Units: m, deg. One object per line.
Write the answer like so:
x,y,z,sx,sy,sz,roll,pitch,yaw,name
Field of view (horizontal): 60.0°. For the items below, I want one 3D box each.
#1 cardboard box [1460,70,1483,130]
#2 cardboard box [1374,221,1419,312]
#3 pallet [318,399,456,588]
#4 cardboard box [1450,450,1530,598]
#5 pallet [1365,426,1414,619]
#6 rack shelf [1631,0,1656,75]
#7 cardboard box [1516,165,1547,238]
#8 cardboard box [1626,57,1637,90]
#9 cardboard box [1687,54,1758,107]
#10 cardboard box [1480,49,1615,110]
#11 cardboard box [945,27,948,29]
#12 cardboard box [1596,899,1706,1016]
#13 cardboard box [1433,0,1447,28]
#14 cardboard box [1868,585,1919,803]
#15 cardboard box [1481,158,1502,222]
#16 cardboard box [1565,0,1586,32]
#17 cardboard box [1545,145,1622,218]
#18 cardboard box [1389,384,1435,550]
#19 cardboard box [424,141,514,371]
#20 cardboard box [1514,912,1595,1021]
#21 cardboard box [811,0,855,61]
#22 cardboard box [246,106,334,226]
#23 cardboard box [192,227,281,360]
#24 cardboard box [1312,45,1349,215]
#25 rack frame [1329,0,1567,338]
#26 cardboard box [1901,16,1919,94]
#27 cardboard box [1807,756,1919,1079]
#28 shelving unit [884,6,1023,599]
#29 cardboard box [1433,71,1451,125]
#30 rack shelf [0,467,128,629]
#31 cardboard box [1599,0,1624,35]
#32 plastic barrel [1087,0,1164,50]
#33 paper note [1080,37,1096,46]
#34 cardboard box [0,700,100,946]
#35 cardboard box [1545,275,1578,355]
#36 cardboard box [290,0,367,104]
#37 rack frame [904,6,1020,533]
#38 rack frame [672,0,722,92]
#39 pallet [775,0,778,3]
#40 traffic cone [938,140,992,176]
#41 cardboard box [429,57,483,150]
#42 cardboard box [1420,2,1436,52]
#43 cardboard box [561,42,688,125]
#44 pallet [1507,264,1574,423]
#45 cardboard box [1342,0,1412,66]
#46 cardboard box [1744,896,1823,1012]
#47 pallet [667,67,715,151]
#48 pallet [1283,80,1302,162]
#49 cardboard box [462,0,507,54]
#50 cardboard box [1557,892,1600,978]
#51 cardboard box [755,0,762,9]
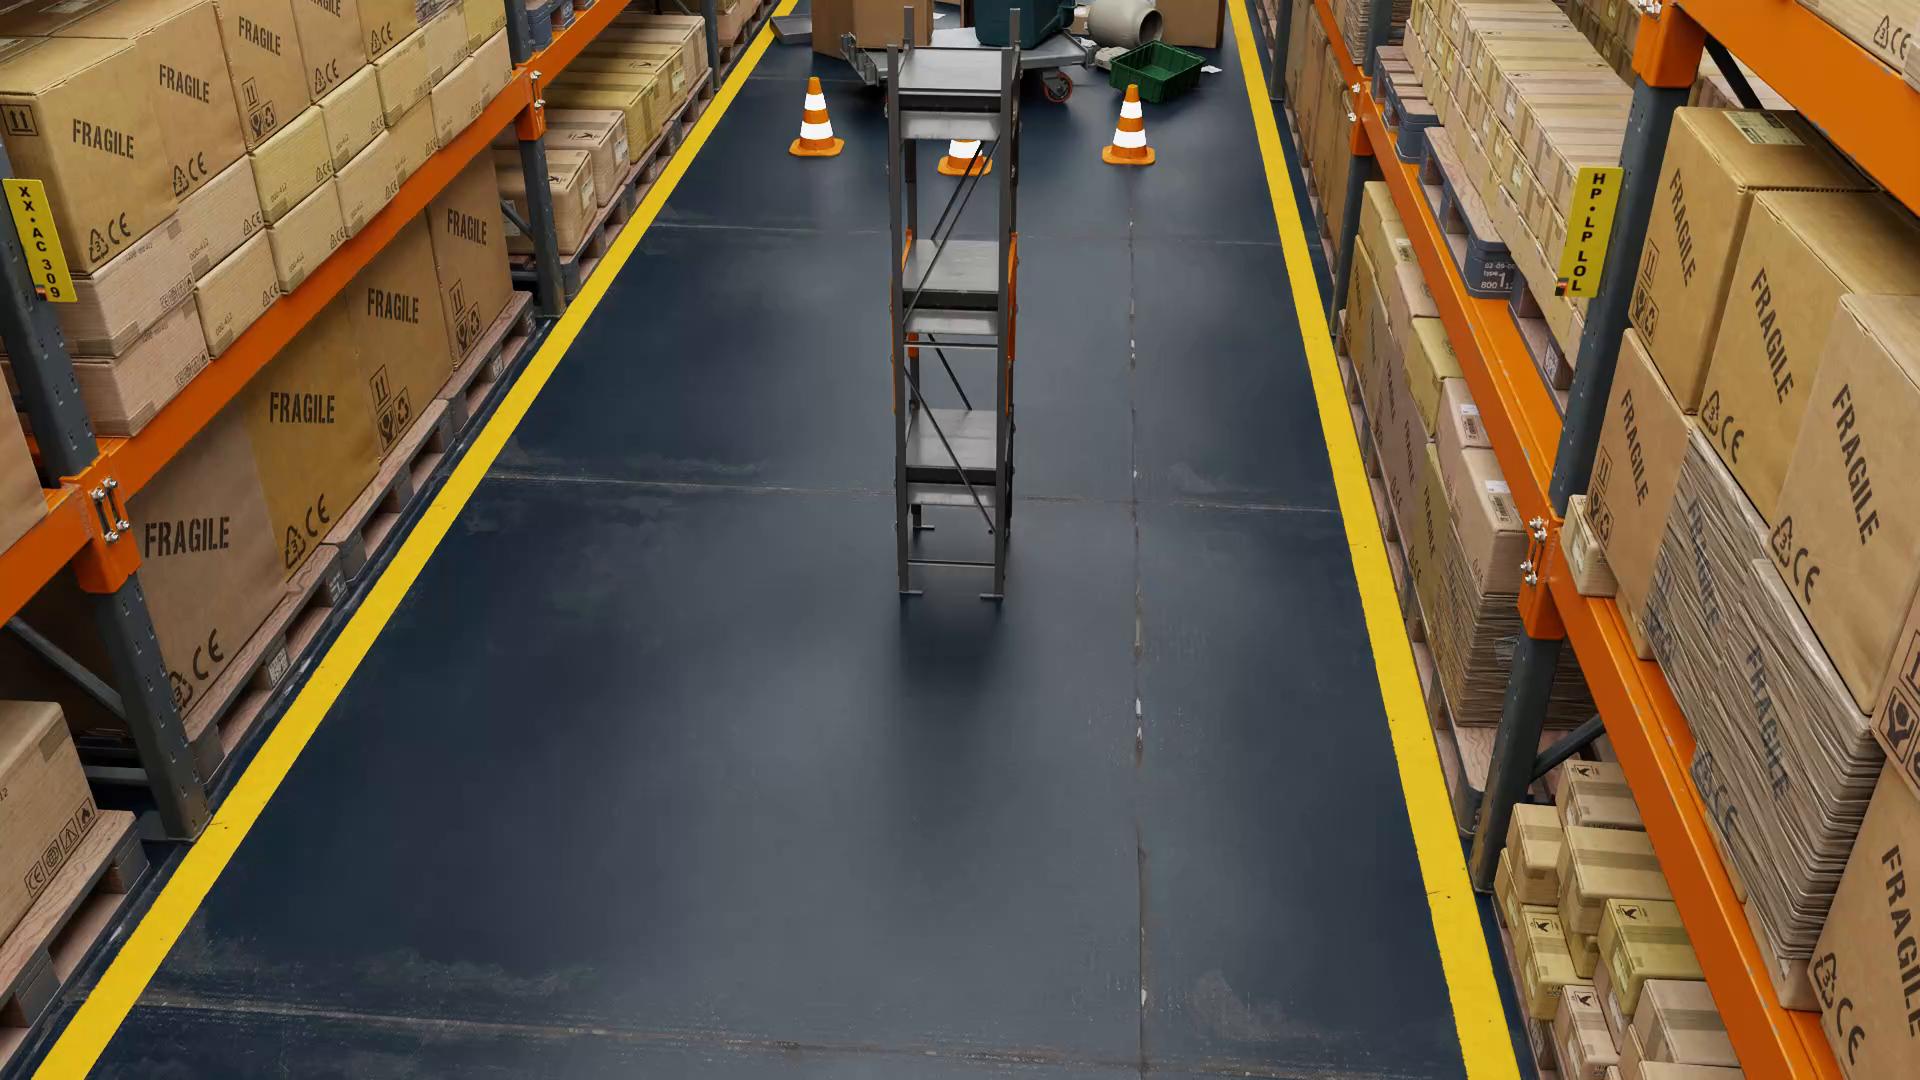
2.039,-1.591,6.028,0.380,0.149,0.250,2,32,4,cardboard box
2.043,-1.129,6.990,0.500,0.250,0.500,2,32,3,cardboard box
-2.802,-0.236,6.933,1.003,0.211,1.213,2,32,4,pallet
1.865,-0.053,5.244,0.500,0.250,0.500,2,32,3,cardboard box
2.215,-0.078,6.676,1.003,0.211,1.213,2,32,4,pallet
2.219,-2.235,5.344,1.077,0.370,4.000,2,32,4,rack shelf
1.953,-1.044,5.141,0.380,0.149,0.250,1,32,2,cardboard box
2.713,-1.693,6.193,0.380,0.149,0.250,2,32,4,cardboard box
2.669,-1.547,5.674,0.380,0.149,0.250,3,32,5,cardboard box
2.021,-1.584,5.734,0.380,0.149,0.250,2,32,3,cardboard box
-0.029,-3.731,12.551,0.258,0.266,0.396,-20,37,-29,cardboard box
1.768,1.010,4.002,0.380,0.149,0.250,2,32,3,cardboard box
2.107,-2.133,6.625,0.380,0.149,0.250,2,32,4,cardboard box
1.634,0.214,2.211,0.500,0.500,0.500,1,32,2,cardboard box
1.994,-1.188,5.658,0.380,0.149,0.250,4,32,6,cardboard box
2.795,-2.231,7.067,0.380,0.149,0.250,3,32,5,cardboard box
1.938,-1.038,4.847,0.380,0.149,0.250,1,32,2,cardboard box
1.953,-0.267,6.307,0.500,0.500,0.500,2,32,3,cardboard box
-2.699,-1.385,7.764,0.875,0.875,0.875,2,32,4,cardboard box
1.684,1.132,4.371,0.380,0.149,0.250,3,32,5,cardboard box
-0.791,-4.000,12.761,0.500,0.500,0.500,27,41,37,cardboard box
-2.487,-1.281,5.636,0.500,0.250,0.500,3,32,5,cardboard box
-2.546,-0.803,5.337,0.500,0.250,0.500,2,32,3,cardboard box
2.589,-2.303,9.372,1.050,0.750,0.750,3,32,5,cardboard box
2.382,-2.310,7.640,1.000,3.000,0.127,2,32,4,rack frame
1.662,-0.667,2.257,0.500,0.250,0.500,4,32,6,cardboard box
1.640,0.663,2.436,0.500,0.500,0.500,4,32,6,cardboard box
-0.013,-0.807,6.059,0.431,2.100,0.503,2,32,4,shelving unit
2.080,-1.734,6.544,0.380,0.149,0.250,4,32,6,cardboard box
-3.049,0.975,2.995,1.077,0.370,4.000,2,32,4,rack shelf
2.755,-2.091,6.556,0.380,0.149,0.250,3,32,5,cardboard box
1.271,-3.964,12.778,0.512,0.421,0.421,27,41,37,plastic barrel
0.994,-3.923,13.094,0.172,0.023,0.155,14,34,21,paper note
-3.044,0.858,4.540,0.875,0.438,0.875,2,32,3,cardboard box
1.911,-0.642,4.773,0.380,0.149,0.250,3,32,4,cardboard box
-2.471,-1.863,5.866,0.500,0.500,0.500,2,32,3,cardboard box
0.006,-0.935,6.266,0.400,2.100,0.015,2,32,4,rack frame
-2.235,-4.560,11.291,1.000,3.000,0.127,2,32,4,rack frame
-2.017,-5.002,14.665,1.003,0.211,1.213,2,32,4,pallet
0.033,-2.578,10.492,0.336,0.463,0.334,2,32,4,traffic cone
-2.369,-1.862,7.055,0.500,0.250,0.500,3,32,5,cardboard box
2.122,-2.123,6.891,0.380,0.149,0.250,4,32,6,cardboard box
-2.330,-2.970,10.815,0.950,0.372,0.625,4,32,7,cardboard box
2.263,-0.530,4.934,1.003,0.211,1.213,2,32,4,pallet
2.151,-2.600,8.014,0.500,0.500,0.500,2,32,4,cardboard box
1.648,0.713,2.973,0.380,0.149,0.250,4,32,6,cardboard box
-2.297,-2.966,11.362,1.003,0.211,1.213,2,32,4,pallet
2.719,-2.808,11.105,1.003,0.211,1.213,2,32,4,pallet
-2.346,-2.354,7.377,0.500,0.250,0.500,2,32,4,cardboard box
1.776,1.002,4.299,0.380,0.149,0.250,3,32,4,cardboard box
-1.845,-4.423,13.288,0.500,0.250,0.500,2,32,3,cardboard box
